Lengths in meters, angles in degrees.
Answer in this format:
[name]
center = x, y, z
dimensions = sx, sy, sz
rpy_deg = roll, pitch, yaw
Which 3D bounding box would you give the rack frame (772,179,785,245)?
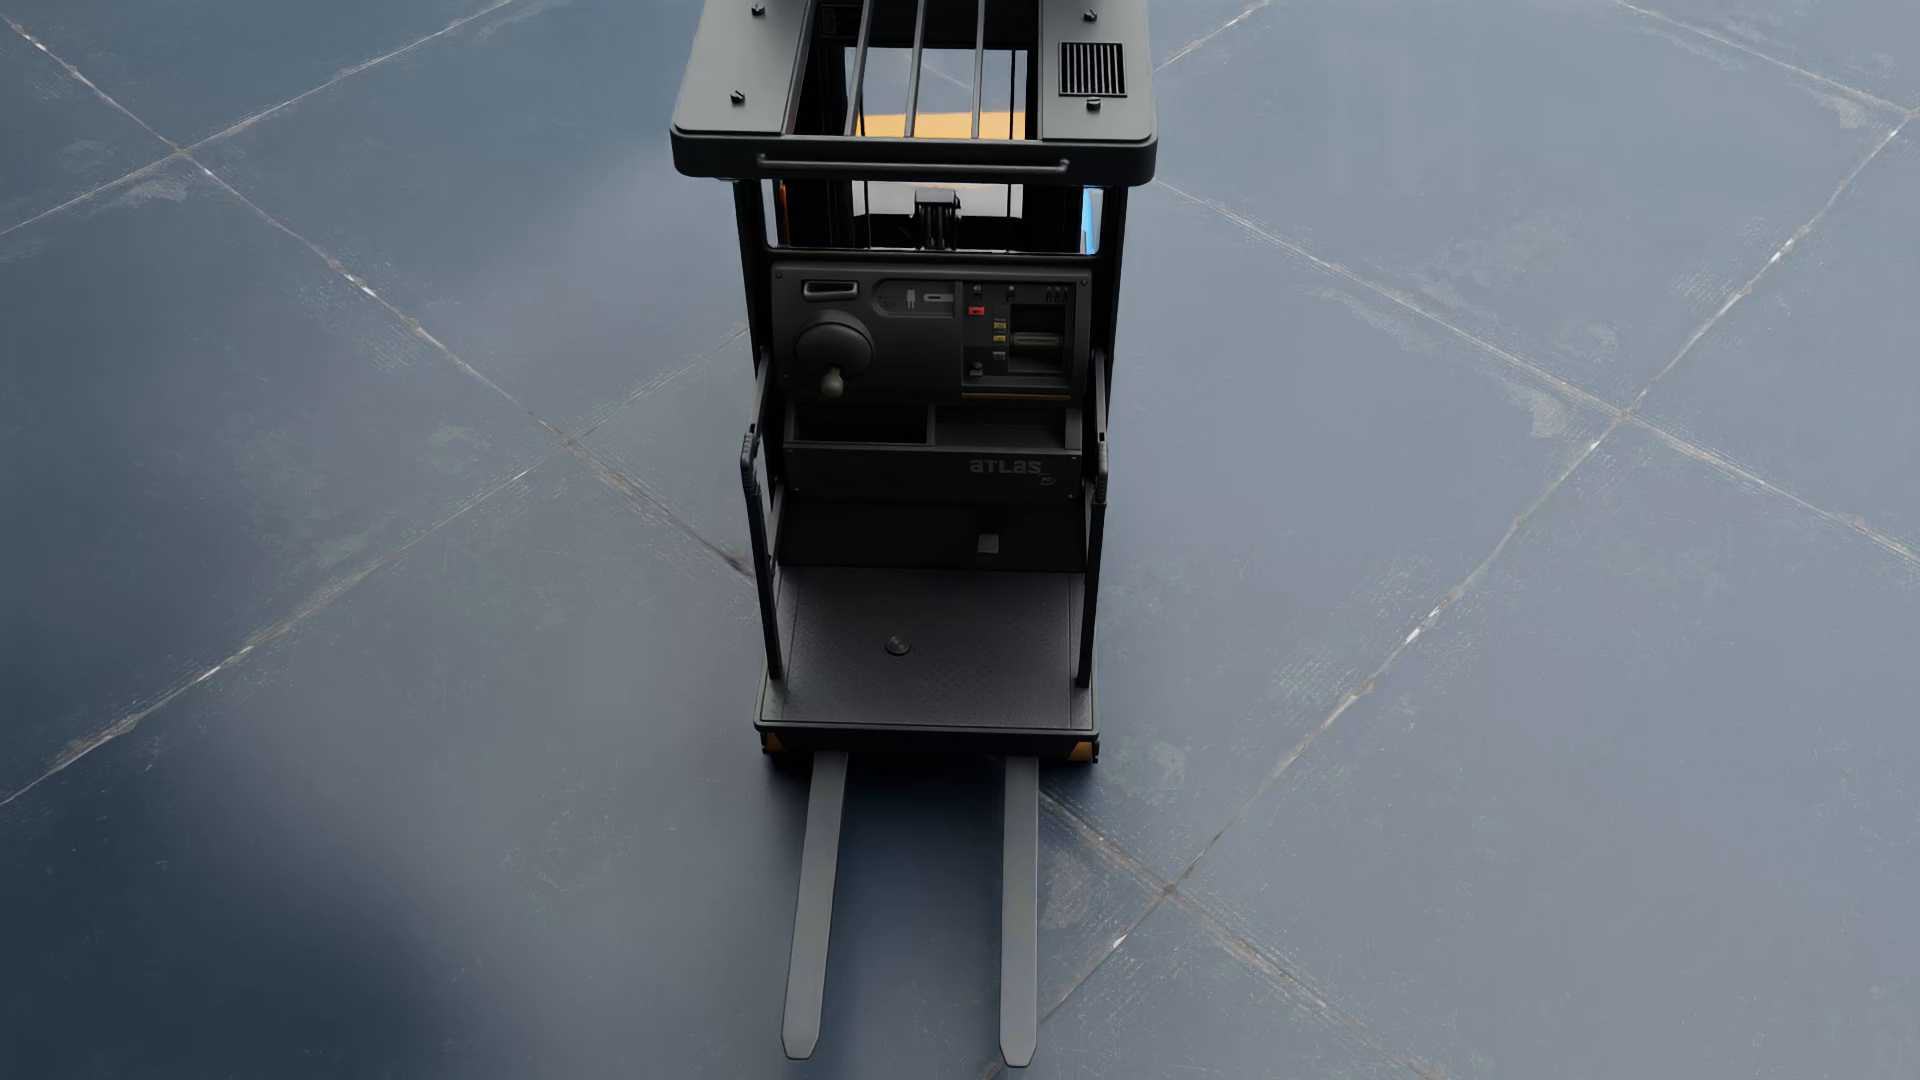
[rack frame]
center = -0.683, -1.184, 6.589
dimensions = 0.032, 1.125, 0.500
rpy_deg = -2, 47, -2

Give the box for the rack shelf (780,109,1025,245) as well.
[rack shelf]
center = -0.175, -1.402, 6.393
dimensions = 1.000, 0.278, 0.538
rpy_deg = -2, 47, -2

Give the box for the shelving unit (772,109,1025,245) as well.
[shelving unit]
center = -0.175, -1.201, 6.605
dimensions = 1.048, 1.125, 0.538
rpy_deg = -2, 47, -2

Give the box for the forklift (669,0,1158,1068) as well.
[forklift]
center = -0.090, -0.510, 4.719
dimensions = 1.130, 2.935, 3.031
rpy_deg = 2, 47, 1
